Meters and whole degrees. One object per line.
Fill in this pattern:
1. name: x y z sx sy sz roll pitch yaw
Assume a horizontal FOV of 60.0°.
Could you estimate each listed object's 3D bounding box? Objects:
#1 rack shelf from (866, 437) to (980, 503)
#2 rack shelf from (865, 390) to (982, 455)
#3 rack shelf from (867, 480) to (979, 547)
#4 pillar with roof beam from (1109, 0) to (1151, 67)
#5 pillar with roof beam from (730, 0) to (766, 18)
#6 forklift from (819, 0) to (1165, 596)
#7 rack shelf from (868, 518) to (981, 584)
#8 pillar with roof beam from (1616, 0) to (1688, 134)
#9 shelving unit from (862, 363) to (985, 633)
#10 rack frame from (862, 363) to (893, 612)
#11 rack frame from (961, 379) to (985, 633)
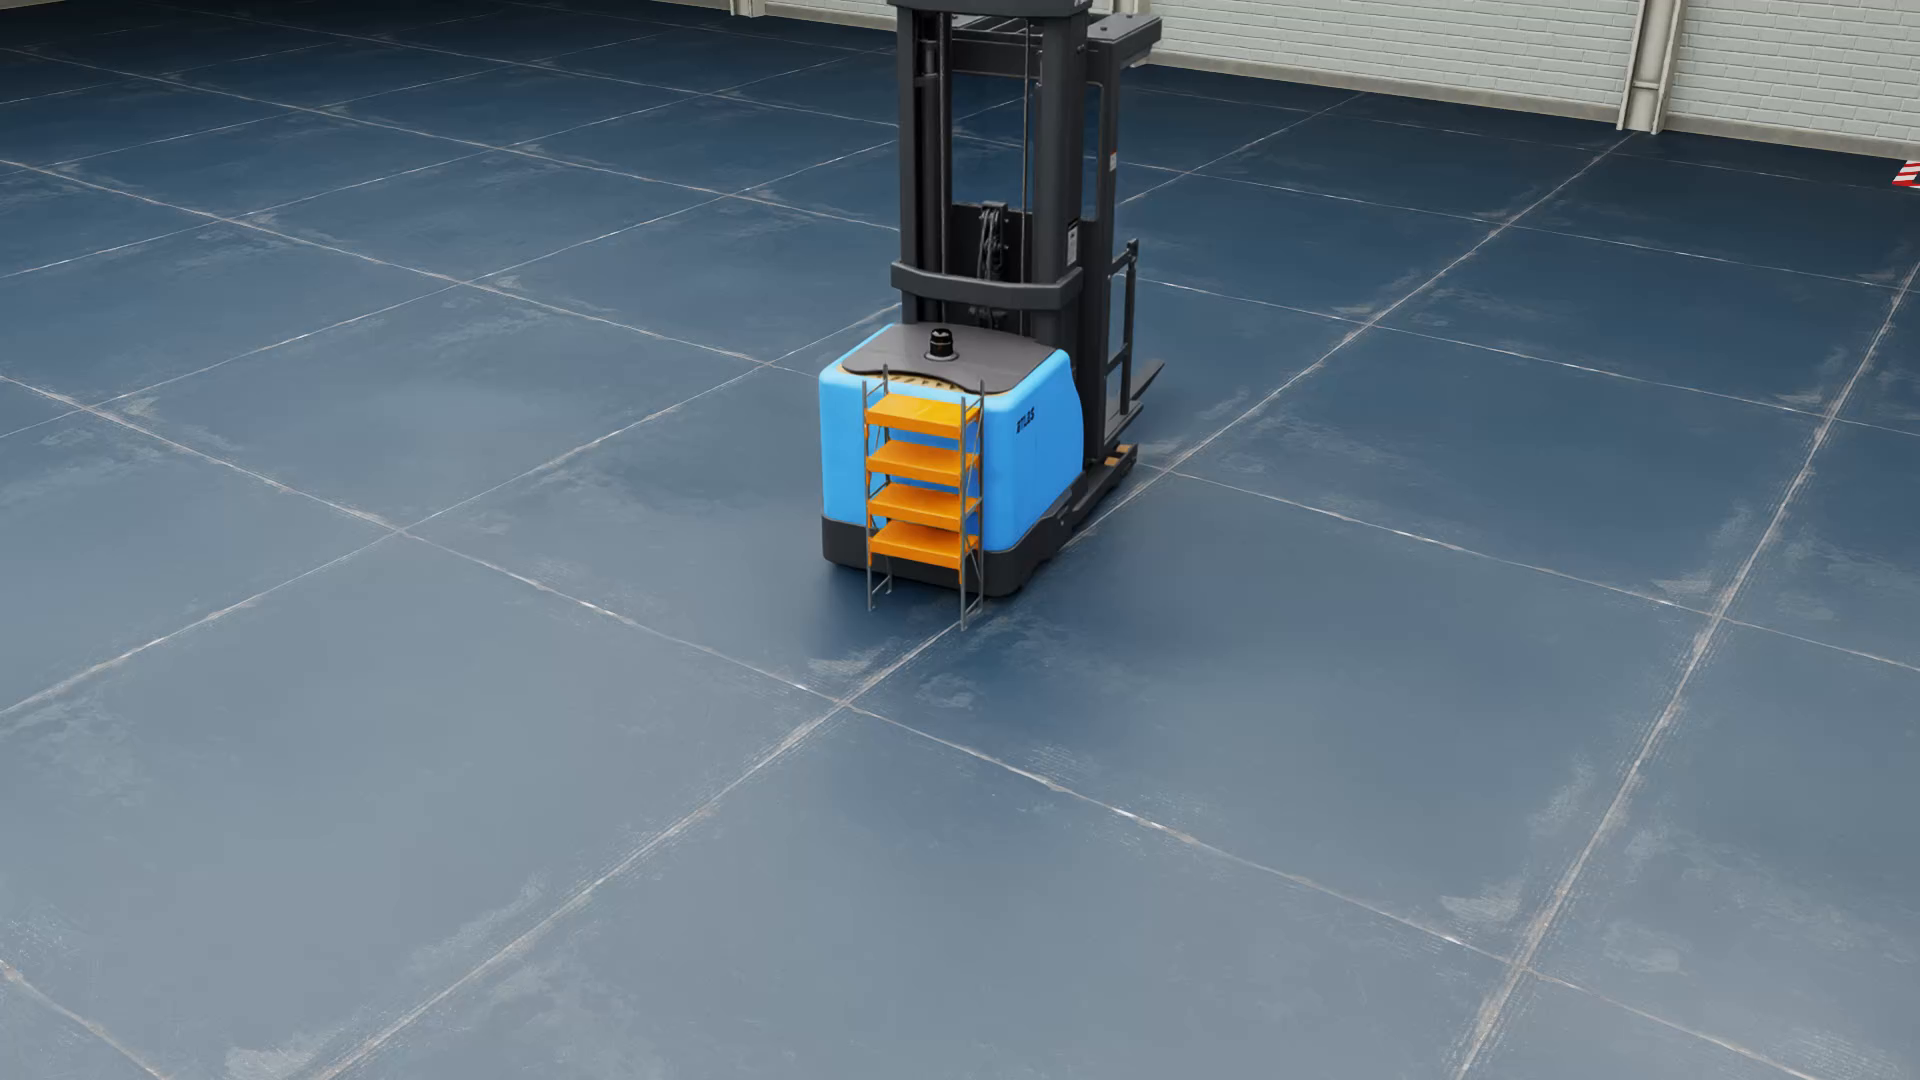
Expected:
1. rack shelf: -0.166 -0.329 7.729 0.480 0.148 0.258 11 29 21
2. rack shelf: -0.166 -0.540 7.622 0.480 0.148 0.258 11 29 21
3. rack shelf: -0.166 -0.130 7.831 0.480 0.148 0.258 11 29 21
4. pillar with roof beam: -0.425 -8.148 14.839 0.400 9.000 9.100 17 32 30
5. pillar with roof beam: -5.370 -9.688 17.866 0.400 9.000 9.100 17 32 30
6. forklift: 0.366 -1.678 8.815 1.130 2.935 3.031 11 29 21
7. rack shelf: -0.166 0.047 7.921 0.480 0.148 0.258 11 29 21
8. pillar with roof beam: 4.521 -6.607 11.811 0.400 9.000 9.100 17 32 30
9. shelving unit: -0.166 -0.190 7.800 0.503 1.200 0.258 11 29 21
10. rack frame: -0.389 -0.234 7.887 0.015 1.200 0.240 11 29 21
11. rack frame: 0.058 -0.146 7.714 0.015 1.200 0.240 11 29 21
